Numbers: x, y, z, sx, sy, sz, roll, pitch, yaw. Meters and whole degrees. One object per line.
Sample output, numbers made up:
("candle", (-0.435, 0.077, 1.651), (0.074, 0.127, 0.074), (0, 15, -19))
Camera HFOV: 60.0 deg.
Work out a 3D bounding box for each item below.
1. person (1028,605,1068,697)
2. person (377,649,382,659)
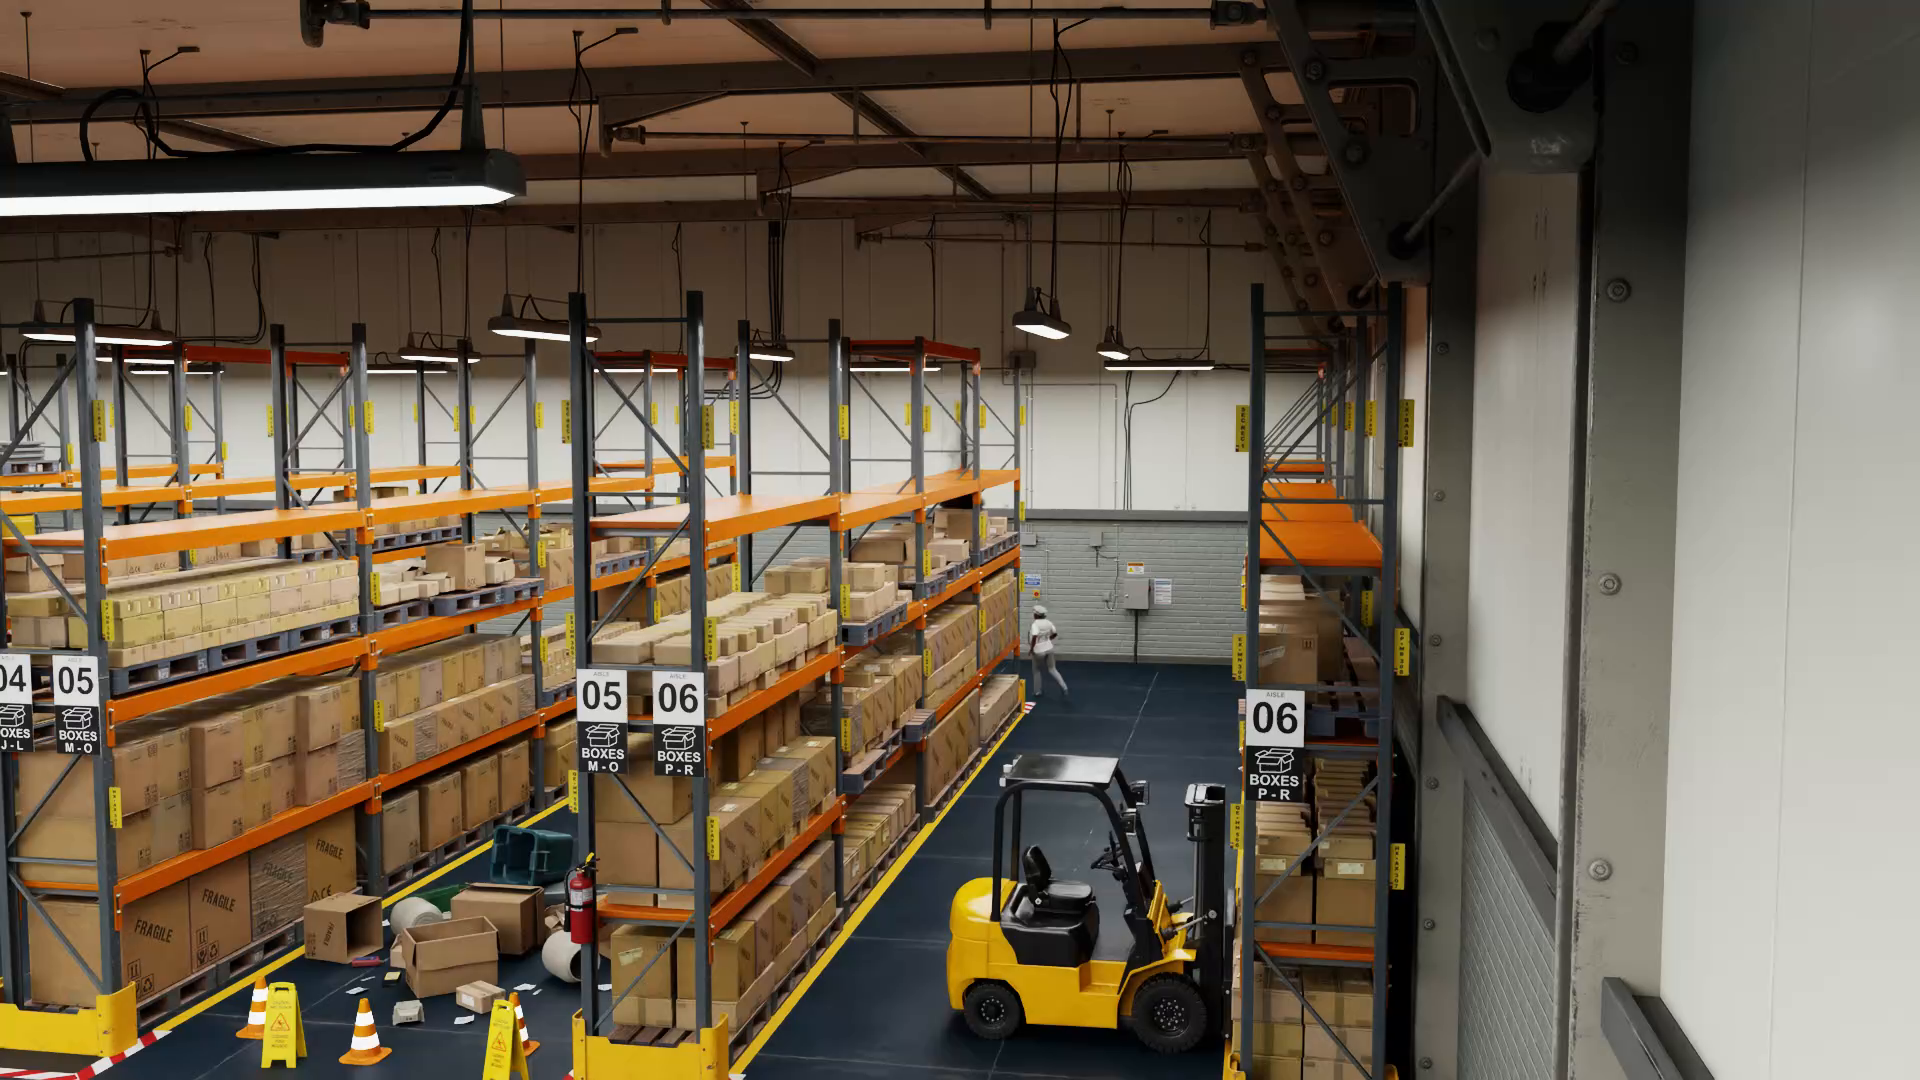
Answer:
("person", (1.432, 1.971, 29.254), (0.662, 1.671, 0.921), (-3, 5, -32))
("person", (-8.484, 2.381, 24.199), (0.596, 1.705, 0.854), (0, 5, 3))
